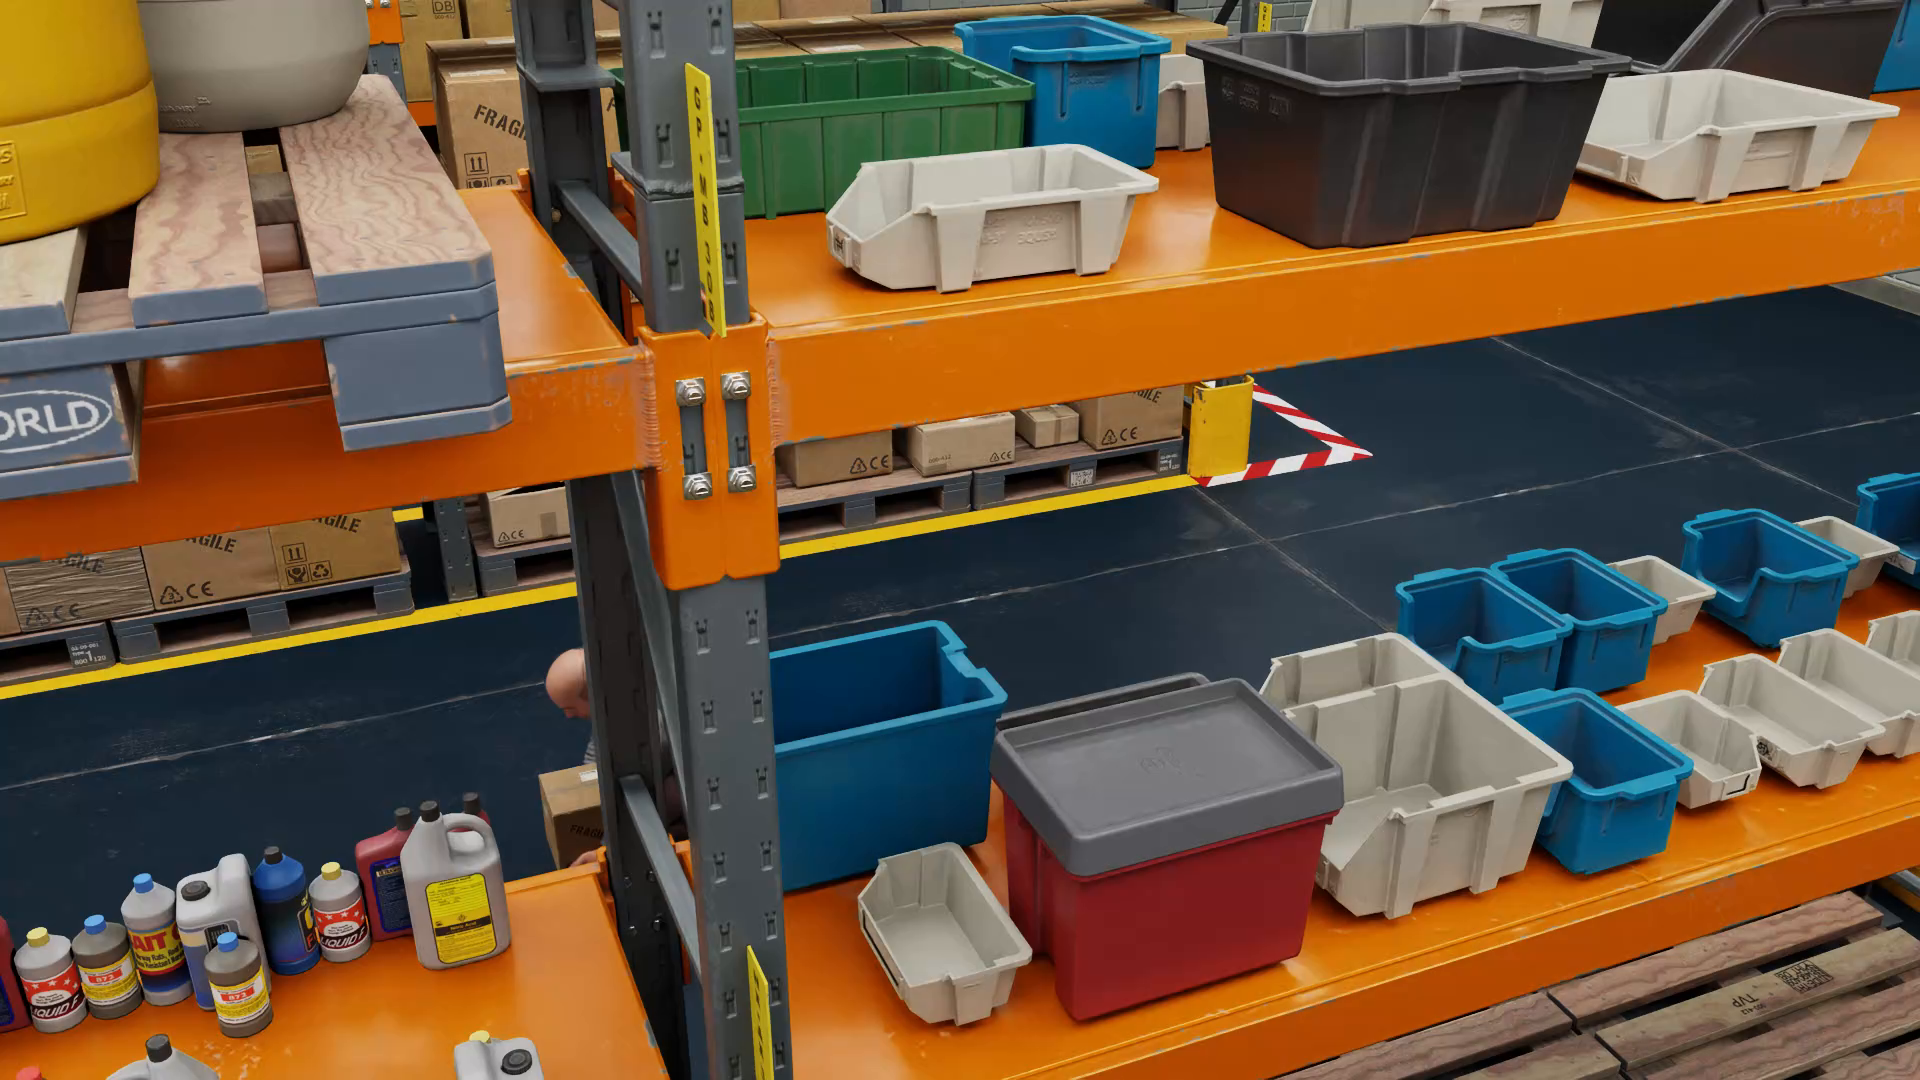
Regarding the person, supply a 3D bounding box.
[{"bbox_3d":[-0.933,0.715,5.526,0.852,0.980,0.519,-11,28,-22],"label":"person"}]
